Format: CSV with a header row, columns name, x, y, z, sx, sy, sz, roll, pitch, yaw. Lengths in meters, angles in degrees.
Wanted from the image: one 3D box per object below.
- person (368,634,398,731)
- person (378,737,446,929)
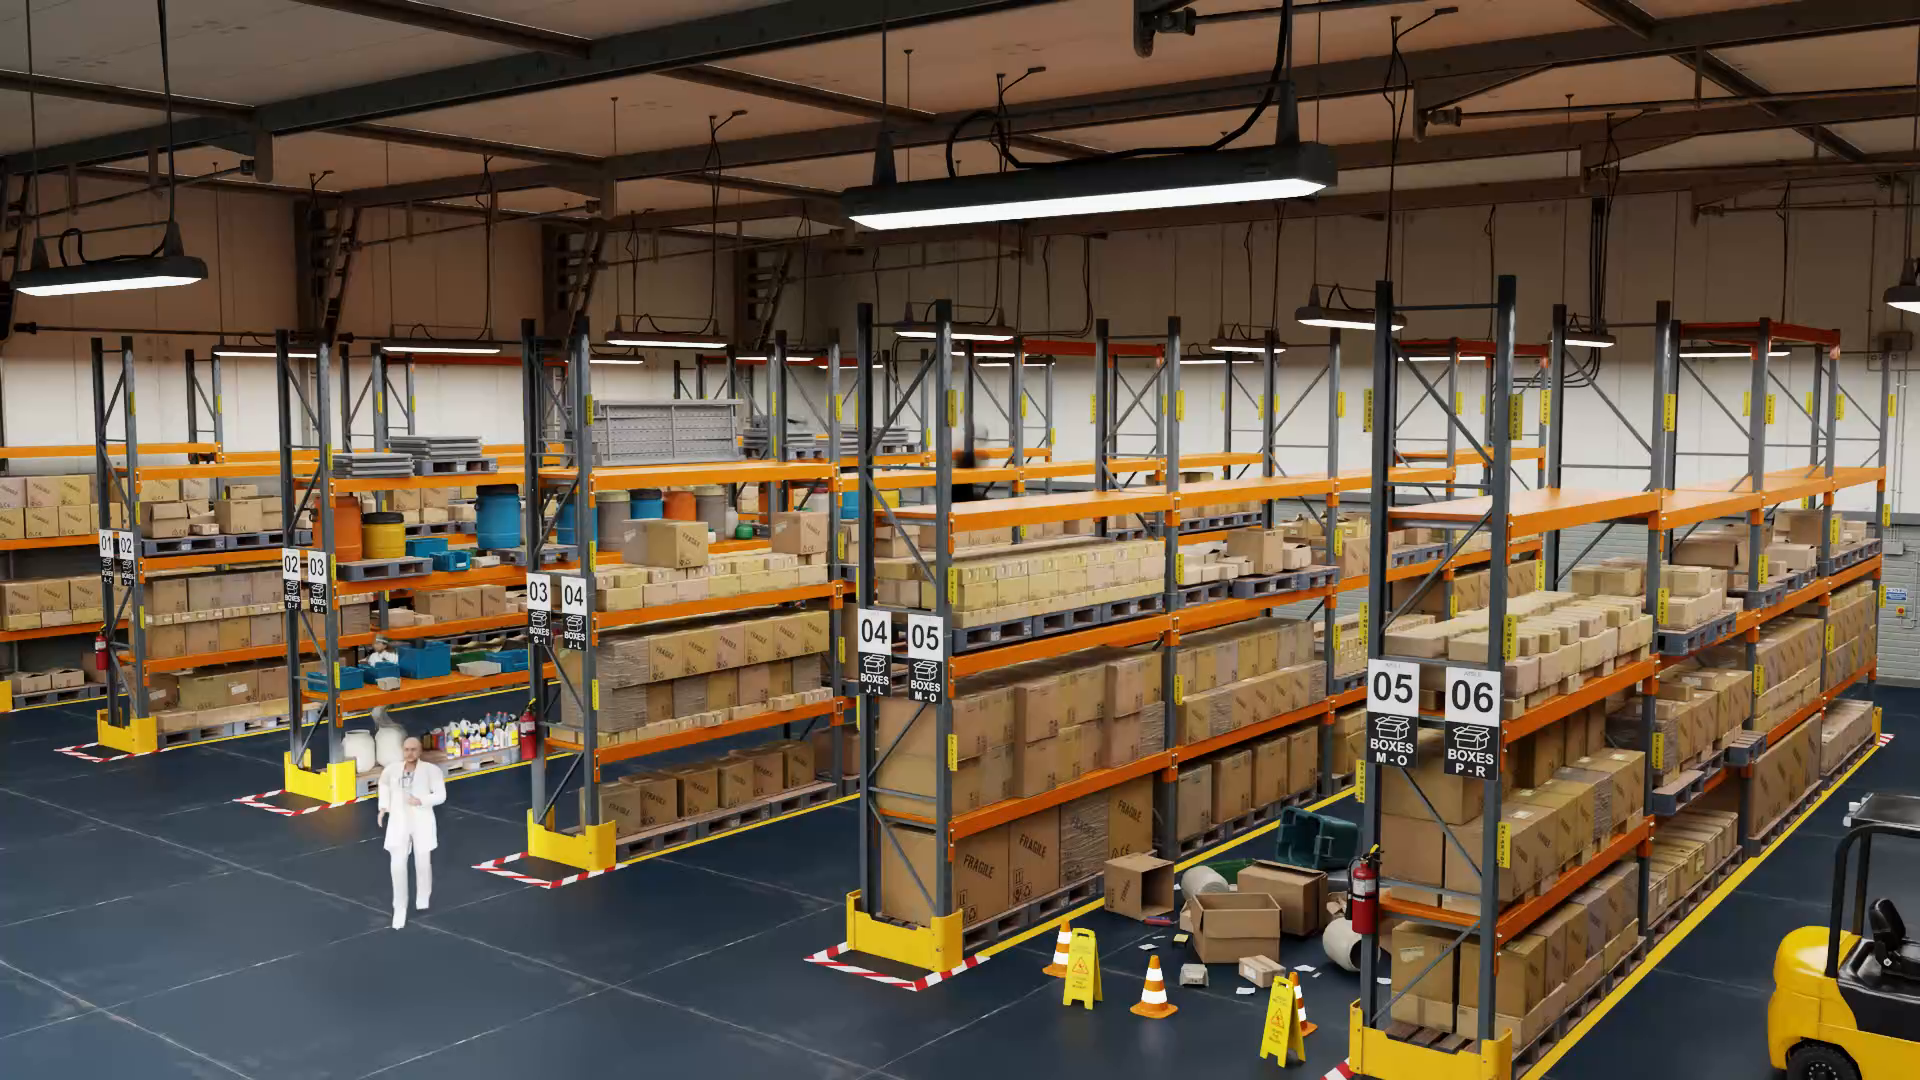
name,x,y,z,sx,sy,sz,roll,pitch,yaw
person,-8.411,2.221,24.182,0.592,1.734,0.684,3,6,30
person,-5.400,2.853,16.396,0.674,1.837,0.831,-1,5,-11
